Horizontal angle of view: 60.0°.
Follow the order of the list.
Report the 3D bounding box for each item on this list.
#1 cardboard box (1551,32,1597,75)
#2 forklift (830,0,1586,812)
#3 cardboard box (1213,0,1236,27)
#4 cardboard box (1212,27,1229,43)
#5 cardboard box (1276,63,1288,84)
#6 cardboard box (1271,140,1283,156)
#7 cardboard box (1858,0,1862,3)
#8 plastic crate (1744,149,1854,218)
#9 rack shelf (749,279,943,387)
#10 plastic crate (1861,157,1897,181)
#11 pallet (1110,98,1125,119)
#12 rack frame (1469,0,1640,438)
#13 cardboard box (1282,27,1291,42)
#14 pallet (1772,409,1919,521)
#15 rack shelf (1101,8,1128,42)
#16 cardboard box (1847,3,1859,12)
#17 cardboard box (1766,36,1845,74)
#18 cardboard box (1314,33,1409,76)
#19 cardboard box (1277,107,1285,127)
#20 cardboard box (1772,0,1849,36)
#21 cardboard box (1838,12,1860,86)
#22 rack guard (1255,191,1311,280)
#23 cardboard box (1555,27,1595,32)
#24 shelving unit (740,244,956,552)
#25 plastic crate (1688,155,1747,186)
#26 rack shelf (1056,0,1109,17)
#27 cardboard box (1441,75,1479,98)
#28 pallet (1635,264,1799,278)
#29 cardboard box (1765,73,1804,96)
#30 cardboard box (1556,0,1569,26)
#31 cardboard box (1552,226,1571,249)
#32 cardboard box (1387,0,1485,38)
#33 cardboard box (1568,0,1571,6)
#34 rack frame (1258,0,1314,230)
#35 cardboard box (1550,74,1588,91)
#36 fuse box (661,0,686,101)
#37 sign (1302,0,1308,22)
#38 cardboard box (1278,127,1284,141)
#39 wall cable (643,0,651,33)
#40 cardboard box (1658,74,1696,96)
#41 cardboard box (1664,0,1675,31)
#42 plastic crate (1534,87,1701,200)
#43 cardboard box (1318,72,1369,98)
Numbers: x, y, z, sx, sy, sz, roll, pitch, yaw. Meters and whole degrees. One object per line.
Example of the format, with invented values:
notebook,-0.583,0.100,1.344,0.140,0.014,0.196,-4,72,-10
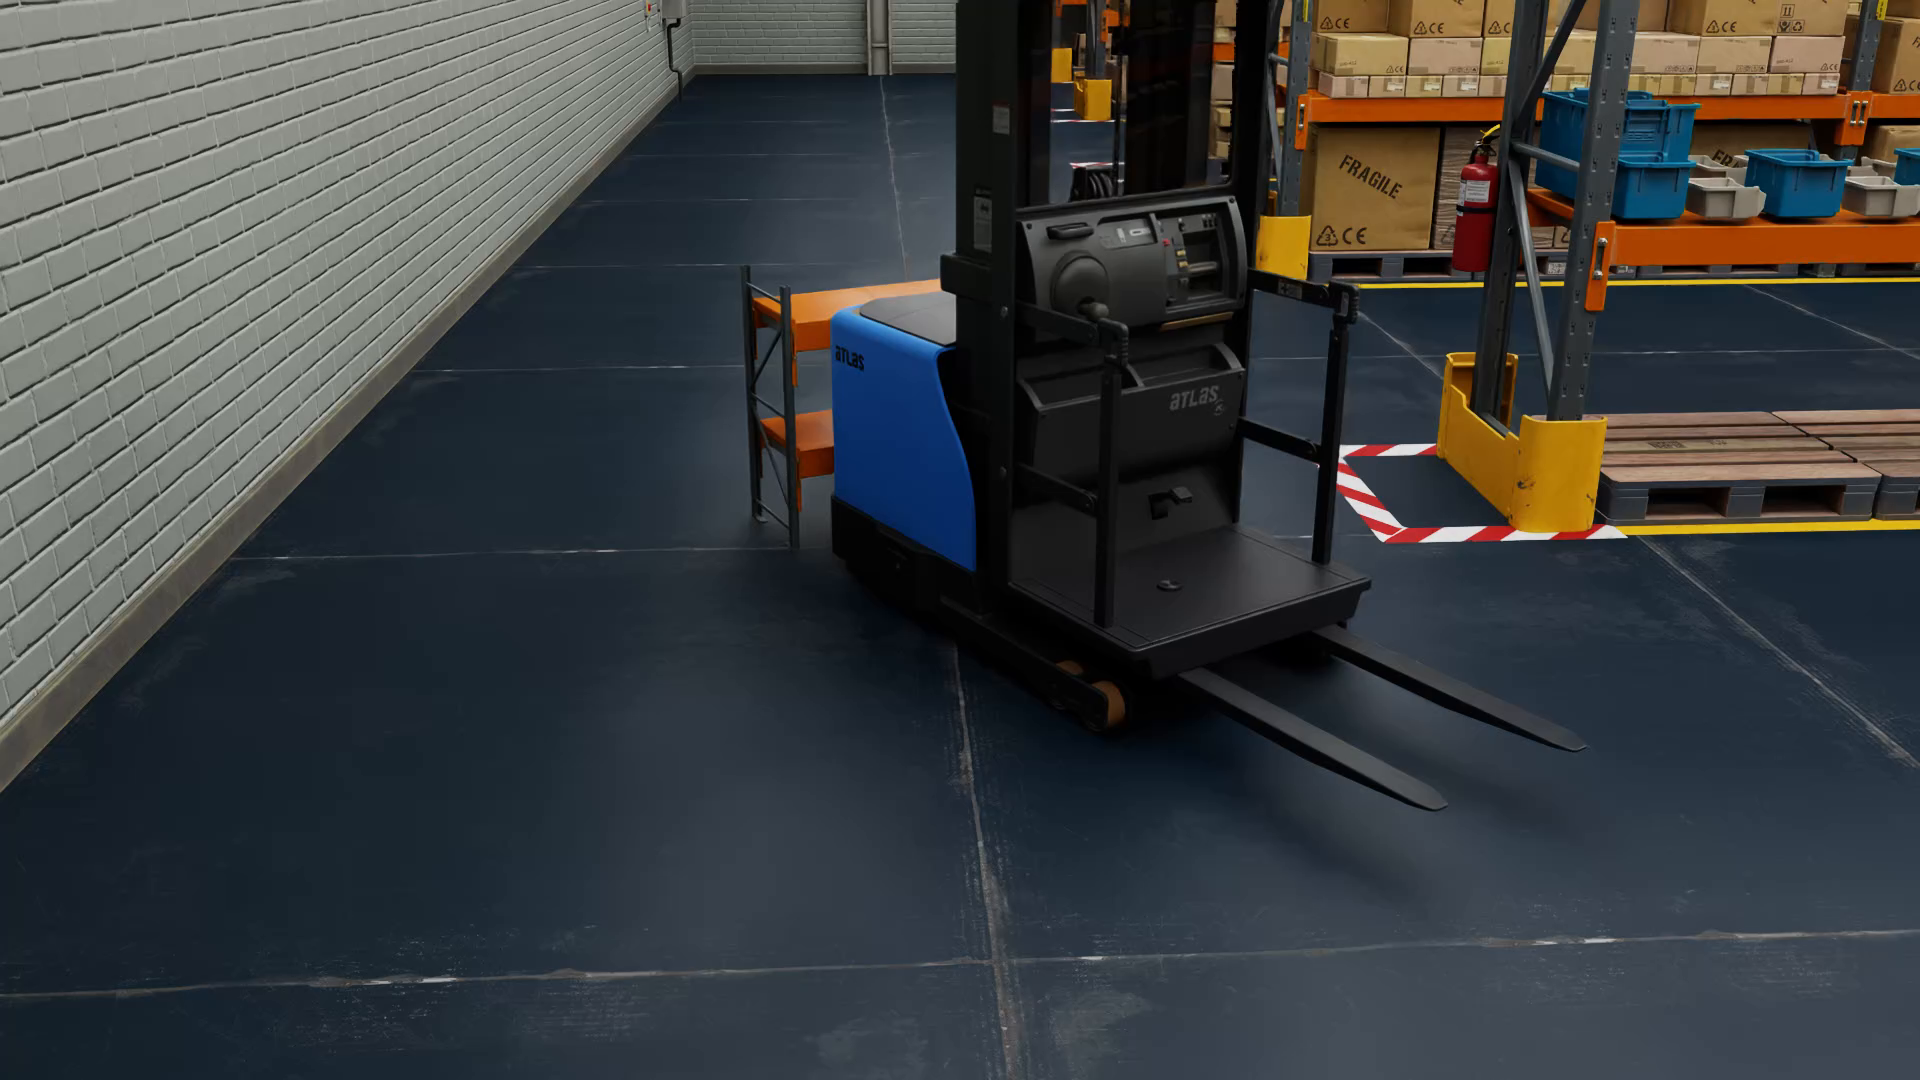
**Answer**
cardboard box,4.335,-3.424,11.691,0.500,0.250,0.500,-2,21,-4
forklift,0.722,-0.933,5.453,1.130,2.935,3.031,-14,25,-32
cardboard box,2.581,-5.267,16.182,0.500,0.500,0.500,0,21,0
cardboard box,2.459,-4.943,16.242,0.250,0.149,0.380,-1,21,-3
cardboard box,4.200,-6.014,21.712,0.875,0.438,0.875,-2,21,-5
cardboard box,3.163,-3.973,16.758,0.250,0.149,0.380,-1,21,-2
cardboard box,8.858,-5.362,16.334,0.250,0.149,0.380,-1,21,-3
plastic crate,3.505,-1.498,6.992,0.300,0.233,0.416,-1,21,-3
rack shelf,-0.347,-0.913,7.117,1.000,0.278,0.538,-10,23,-25
plastic crate,4.247,-1.661,7.553,0.250,0.136,0.298,-1,21,-3
pallet,2.527,-5.668,21.711,1.213,0.211,1.003,-1,21,-3
rack frame,2.582,-1.647,7.232,0.127,3.000,1.000,-1,21,-3
cardboard box,3.234,-5.004,16.401,0.250,0.149,0.380,0,21,-1
pallet,4.623,-0.371,7.798,1.213,0.211,1.003,-1,21,-3
rack shelf,3.730,-6.631,21.334,4.000,0.370,1.077,-1,21,-3
cardboard box,8.615,-5.219,16.376,0.250,0.149,0.380,-2,21,-5
cardboard box,5.867,-3.455,11.772,0.500,0.250,0.500,-2,21,-4
cardboard box,2.794,-3.389,11.601,0.500,0.250,0.500,-2,21,-4
cardboard box,3.187,-4.210,16.545,0.250,0.149,0.380,-1,21,-3
cardboard box,5.849,-3.803,11.633,0.500,0.500,0.500,-1,21,-1
cardboard box,6.744,-3.641,12.328,0.500,0.500,0.500,-1,21,-3
rack guard,2.275,-2.238,12.297,0.348,0.500,1.175,-1,21,-3
cardboard box,4.302,-3.612,12.186,0.500,0.250,0.500,-1,21,-3
shelving unit,-0.347,-0.640,7.221,1.048,1.125,0.538,-10,23,-25
plastic crate,3.386,-1.633,7.480,0.243,0.136,0.396,-1,21,-3
rack shelf,3.443,-8.395,25.965,4.000,0.370,1.077,-1,21,-3
cardboard box,3.445,-3.196,11.653,0.250,0.149,0.380,-1,21,-4
pallet,5.529,-2.197,12.595,1.213,0.211,1.003,-1,21,-3
cardboard box,5.750,-3.243,11.775,0.250,0.149,0.380,-1,21,-2
cardboard box,5.644,-5.327,16.340,0.500,0.500,0.500,-1,21,-3
cardboard box,4.731,-2.688,12.361,0.875,0.875,0.875,-1,21,-3
cardboard box,3.293,-3.750,11.494,0.500,0.500,0.500,-2,21,-4
cardboard box,7.710,-6.876,21.176,0.500,0.250,0.500,-1,21,-4
rack frame,2.299,-3.407,11.853,0.127,3.000,1.000,-1,21,-3
cardboard box,4.208,-3.211,11.692,0.250,0.149,0.380,-2,21,-4
fuse box,-3.869,-6.951,22.974,0.414,1.711,0.539,-1,21,-3
sign,2.325,-3.651,11.167,0.005,0.325,0.100,-1,21,-3
cardboard box,3.171,-4.115,16.712,0.250,0.149,0.380,-1,21,-2
wall cable,-3.895,-7.294,20.590,0.123,1.953,0.585,-1,21,-3
cardboard box,4.980,-3.227,11.734,0.250,0.149,0.380,-1,21,-2
cardboard box,5.308,-3.981,12.101,0.500,0.500,0.500,-1,21,-3
plastic crate,2.906,-1.765,7.407,0.499,0.435,0.616,-1,21,-3
cardboard box,2.673,-3.179,11.609,0.250,0.149,0.380,-1,21,-2
